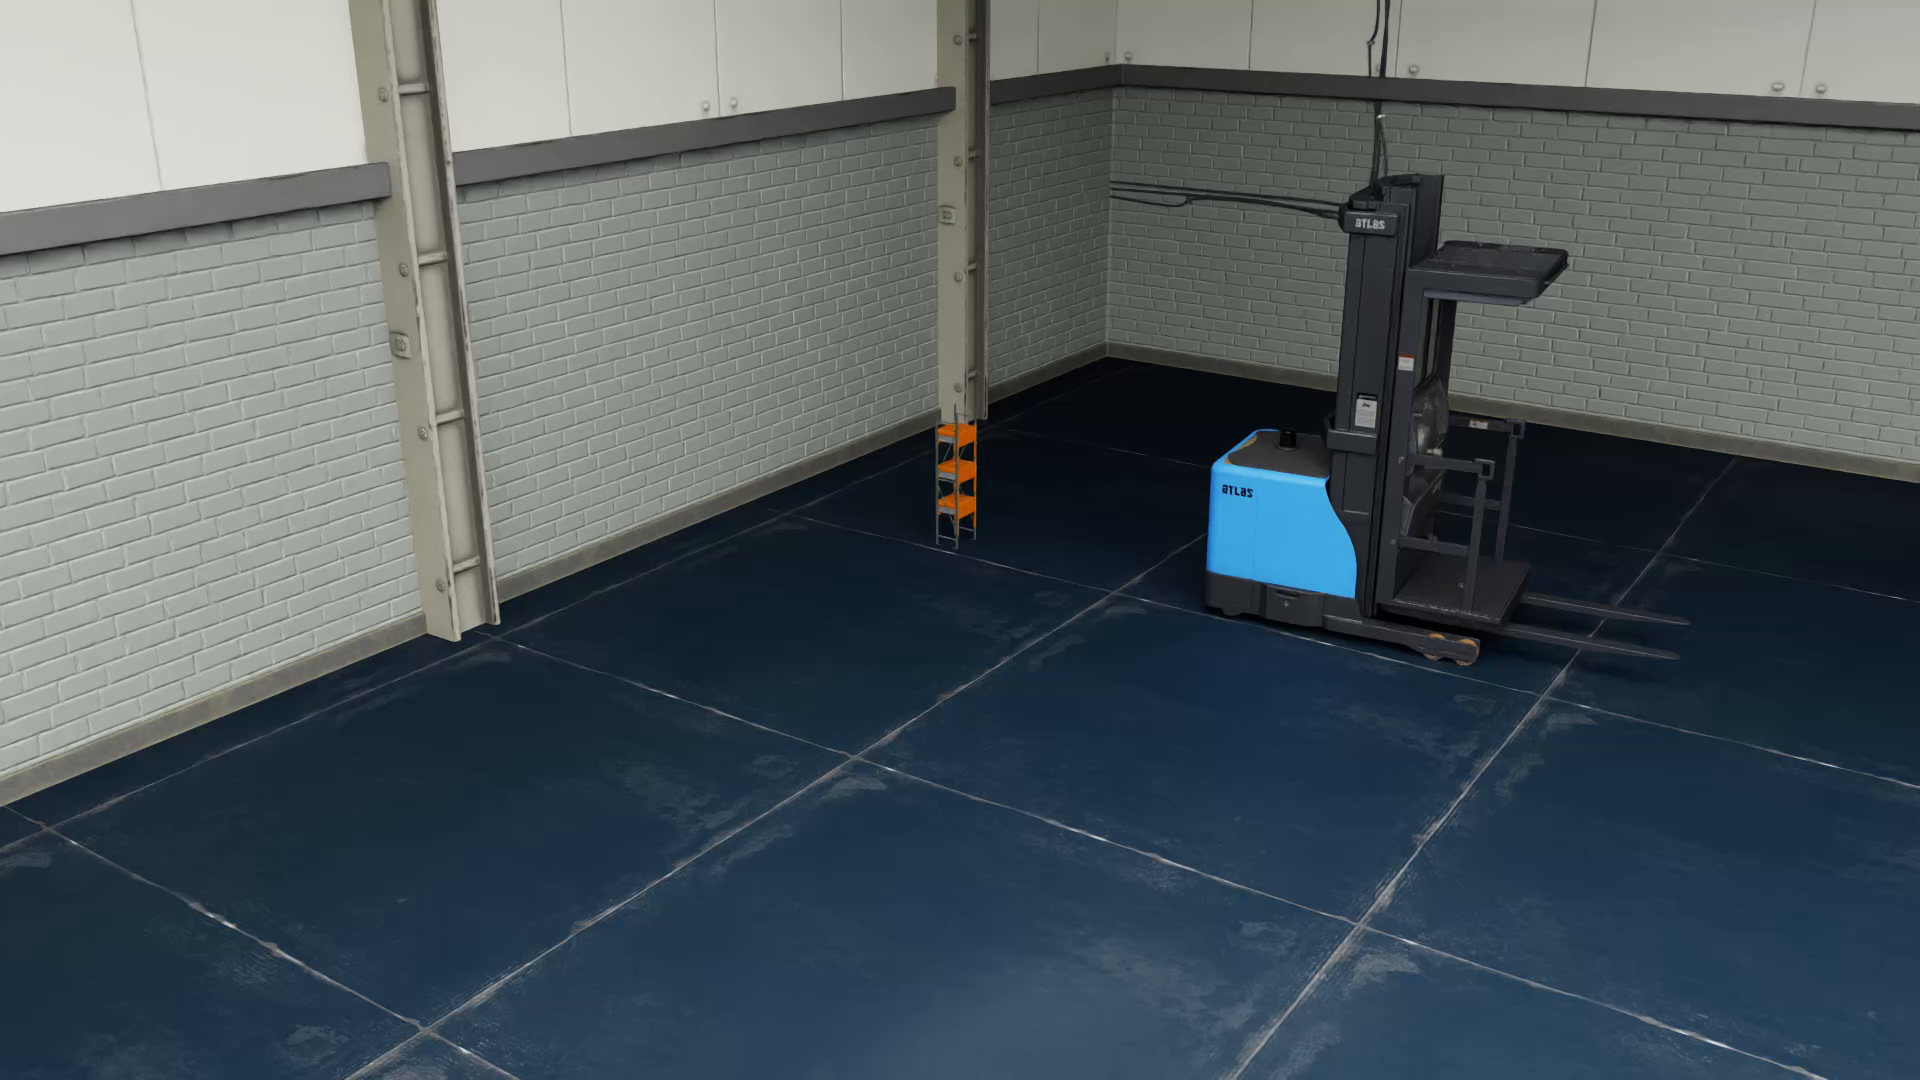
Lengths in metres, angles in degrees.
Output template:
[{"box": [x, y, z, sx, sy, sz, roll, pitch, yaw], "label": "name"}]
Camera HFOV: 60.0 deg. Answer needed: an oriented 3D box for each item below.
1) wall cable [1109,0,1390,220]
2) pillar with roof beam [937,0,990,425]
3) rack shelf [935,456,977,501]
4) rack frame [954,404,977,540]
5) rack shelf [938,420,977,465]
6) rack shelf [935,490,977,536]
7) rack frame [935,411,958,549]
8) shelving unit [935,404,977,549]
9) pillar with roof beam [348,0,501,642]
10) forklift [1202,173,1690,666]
[{"box": [2.781, -4.487, 16.401, 3.097, 2.526, 0.112, 13, 24, 32], "label": "wall cable"}, {"box": [3.592, -4.517, 12.004, 9.100, 9.000, 0.400, 13, 24, 32], "label": "pillar with roof beam"}, {"box": [-0.030, -0.467, 12.545, 0.215, 0.259, 0.240, 13, 24, 32], "label": "rack shelf"}, {"box": [0.039, -0.512, 12.636, 0.200, 1.050, 0.008, 13, 24, 32], "label": "rack frame"}, {"box": [-0.030, -0.733, 12.447, 0.215, 0.259, 0.240, 13, 24, 32], "label": "rack shelf"}, {"box": [-0.030, -0.206, 12.641, 0.215, 0.259, 0.240, 13, 24, 32], "label": "rack shelf"}, {"box": [-0.099, -0.442, 12.447, 0.200, 1.050, 0.008, 13, 24, 32], "label": "rack frame"}, {"box": [-0.030, -0.477, 12.541, 0.215, 1.050, 0.252, 13, 24, 32], "label": "shelving unit"}, {"box": [0.219, -2.795, 7.350, 9.100, 9.000, 0.400, 13, 24, 32], "label": "pillar with roof beam"}, {"box": [3.208, -0.785, 10.663, 3.031, 2.935, 1.130, 10, 23, 26], "label": "forklift"}]
